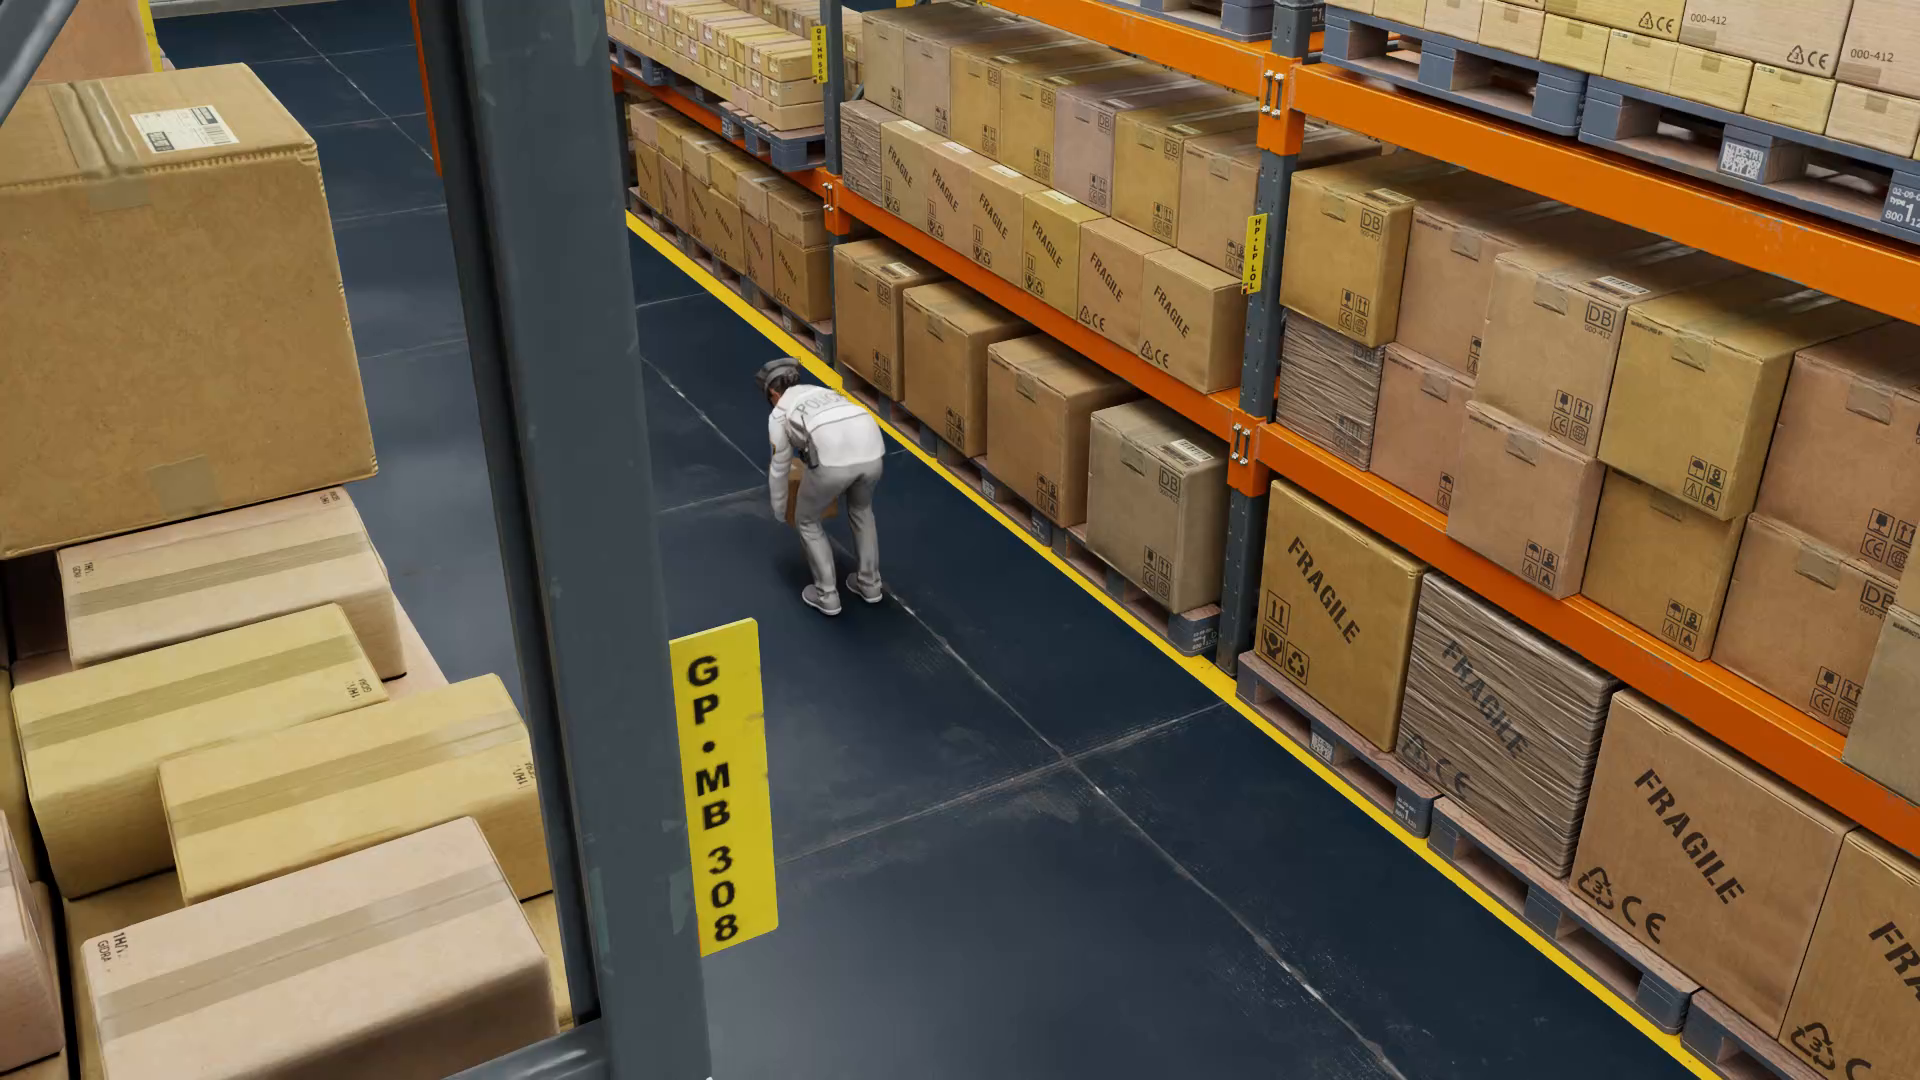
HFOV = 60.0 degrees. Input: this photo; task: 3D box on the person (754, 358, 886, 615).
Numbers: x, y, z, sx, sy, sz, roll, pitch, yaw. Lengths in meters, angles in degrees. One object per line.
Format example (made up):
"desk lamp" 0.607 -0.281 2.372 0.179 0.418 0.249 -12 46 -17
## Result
"person" -0.701 -0.279 8.200 0.415 1.108 0.926 -17 33 -28
